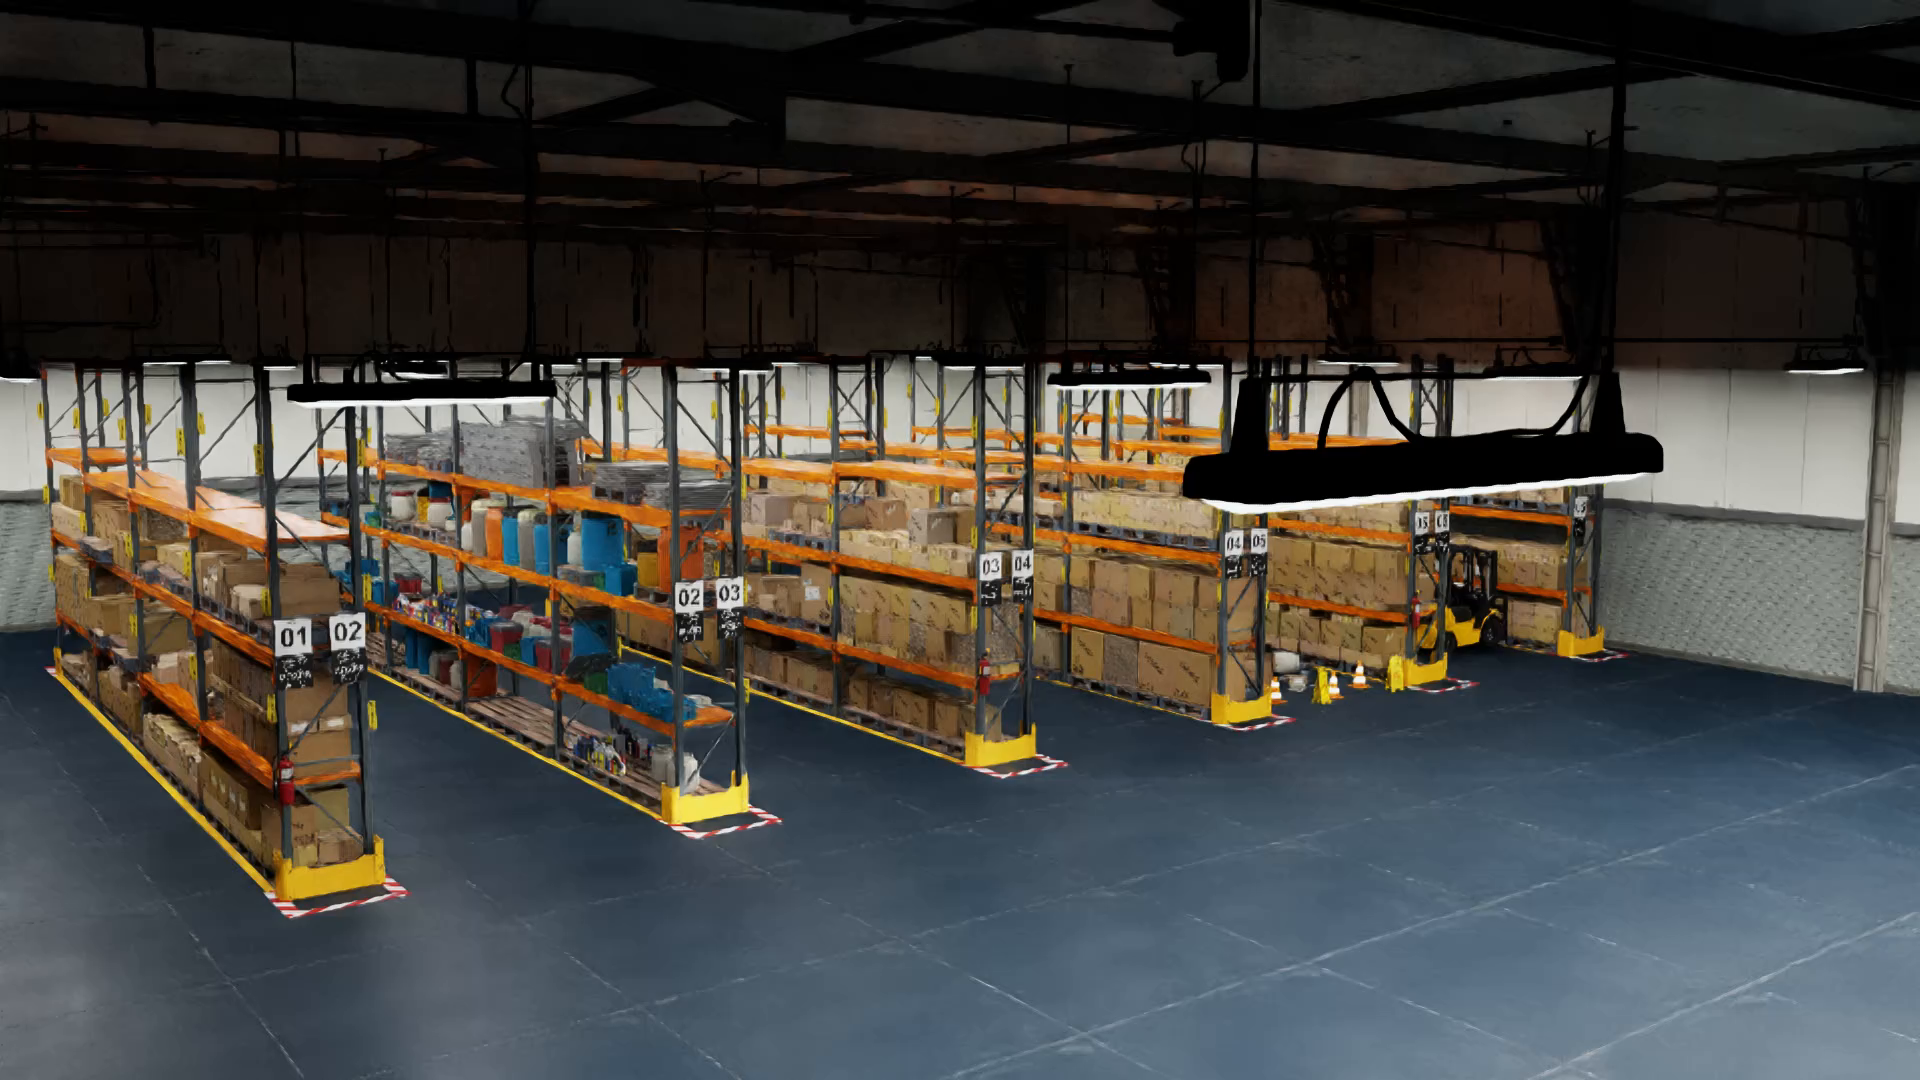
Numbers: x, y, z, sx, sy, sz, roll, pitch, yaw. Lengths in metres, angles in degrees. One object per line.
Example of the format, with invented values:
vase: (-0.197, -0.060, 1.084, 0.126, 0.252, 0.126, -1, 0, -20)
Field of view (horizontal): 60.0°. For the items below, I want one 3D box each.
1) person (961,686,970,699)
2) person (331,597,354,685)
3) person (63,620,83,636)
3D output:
person: (0.258, 2.061, 28.250, 0.595, 1.762, 0.475, 3, 7, 23)
person: (-11.508, 1.821, 30.606, 0.584, 1.665, 0.673, -3, 7, -20)
person: (-19.056, 1.238, 35.722, 0.591, 1.634, 0.687, -7, 10, -44)
